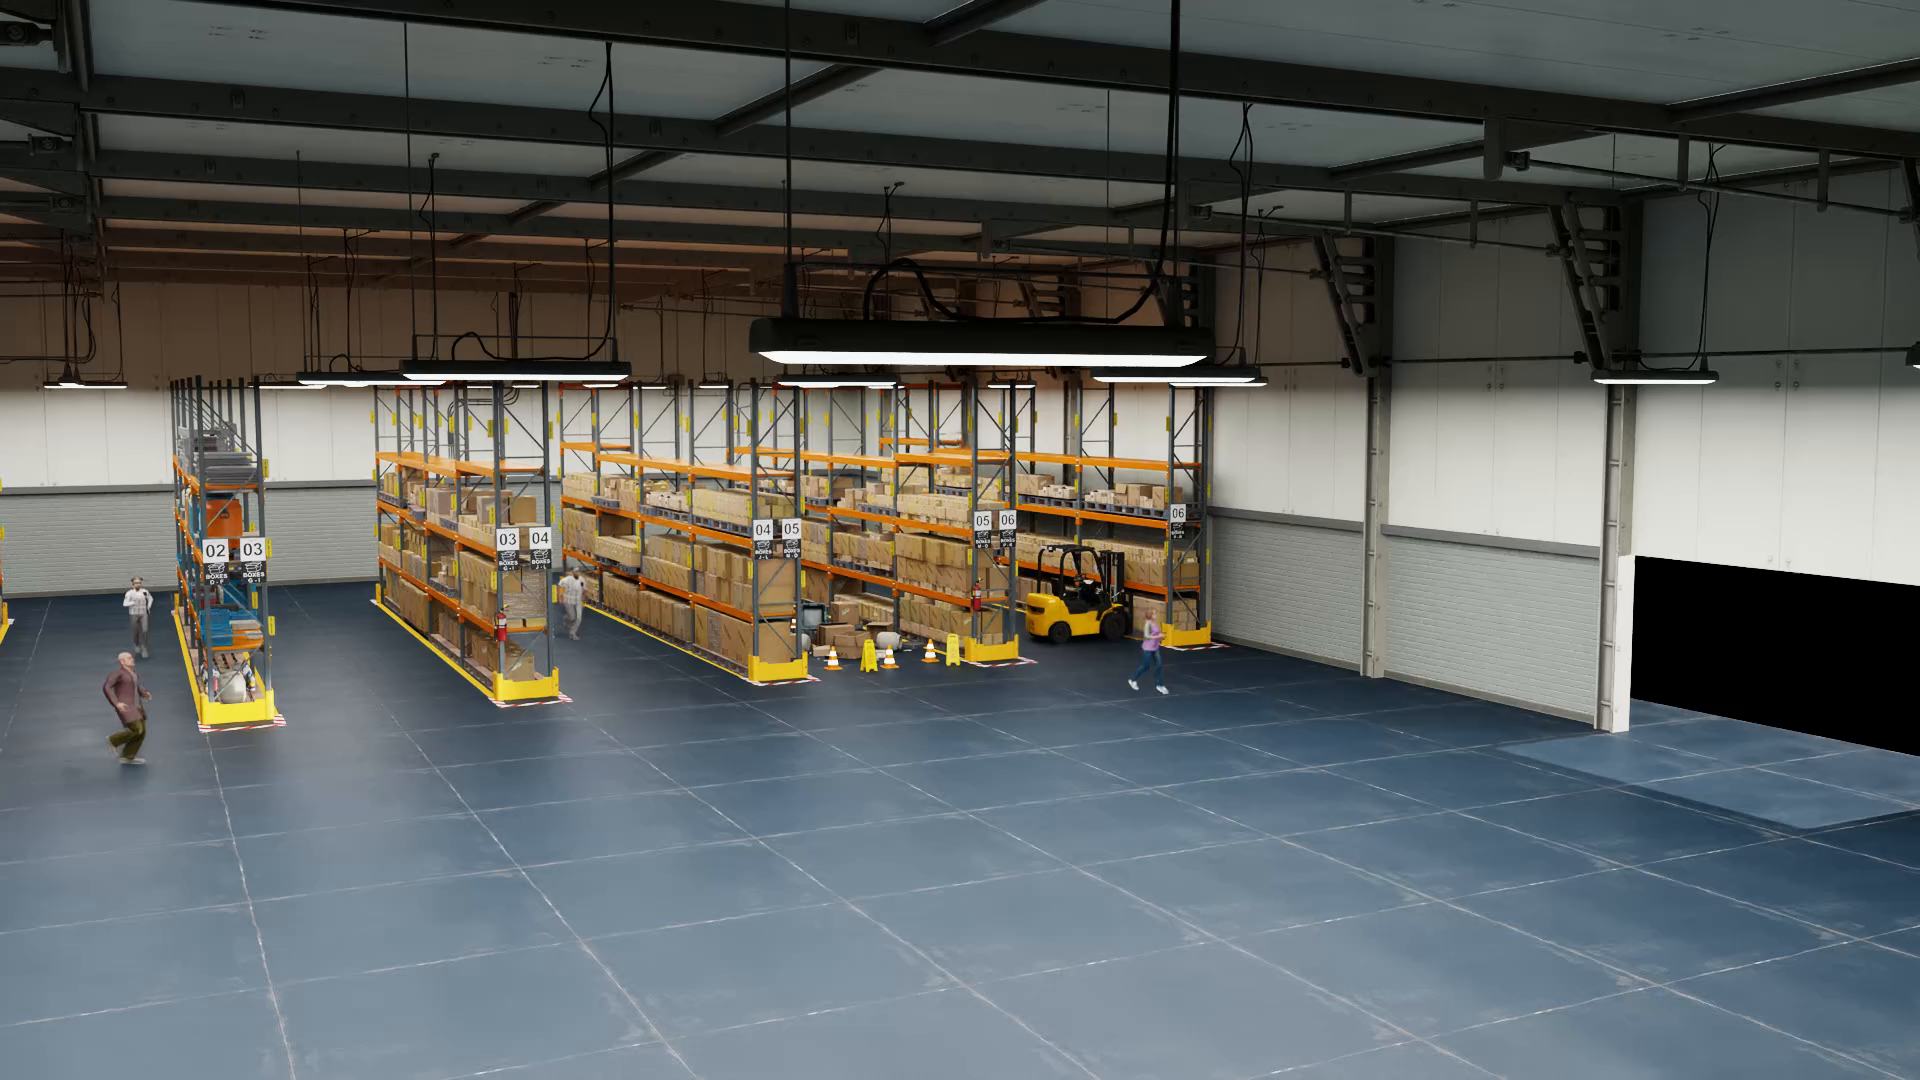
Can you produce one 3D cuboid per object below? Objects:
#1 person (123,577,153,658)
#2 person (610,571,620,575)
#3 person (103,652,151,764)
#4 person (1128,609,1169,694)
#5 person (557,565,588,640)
[{"bbox_3d":[-17.842,1.658,36.136,0.596,1.740,0.720,-3,6,-30],"label":"person"},{"bbox_3d":[-10.164,0.574,48.729,0.526,1.645,0.632,2,5,17],"label":"person"},{"bbox_3d":[-12.792,2.588,25.569,0.607,1.735,0.765,0,5,5],"label":"person"},{"bbox_3d":[3.591,2.145,31.576,0.830,1.512,0.575,3,6,32],"label":"person"},{"bbox_3d":[-8.991,1.445,38.658,0.702,1.739,0.705,-4,6,-35],"label":"person"}]
